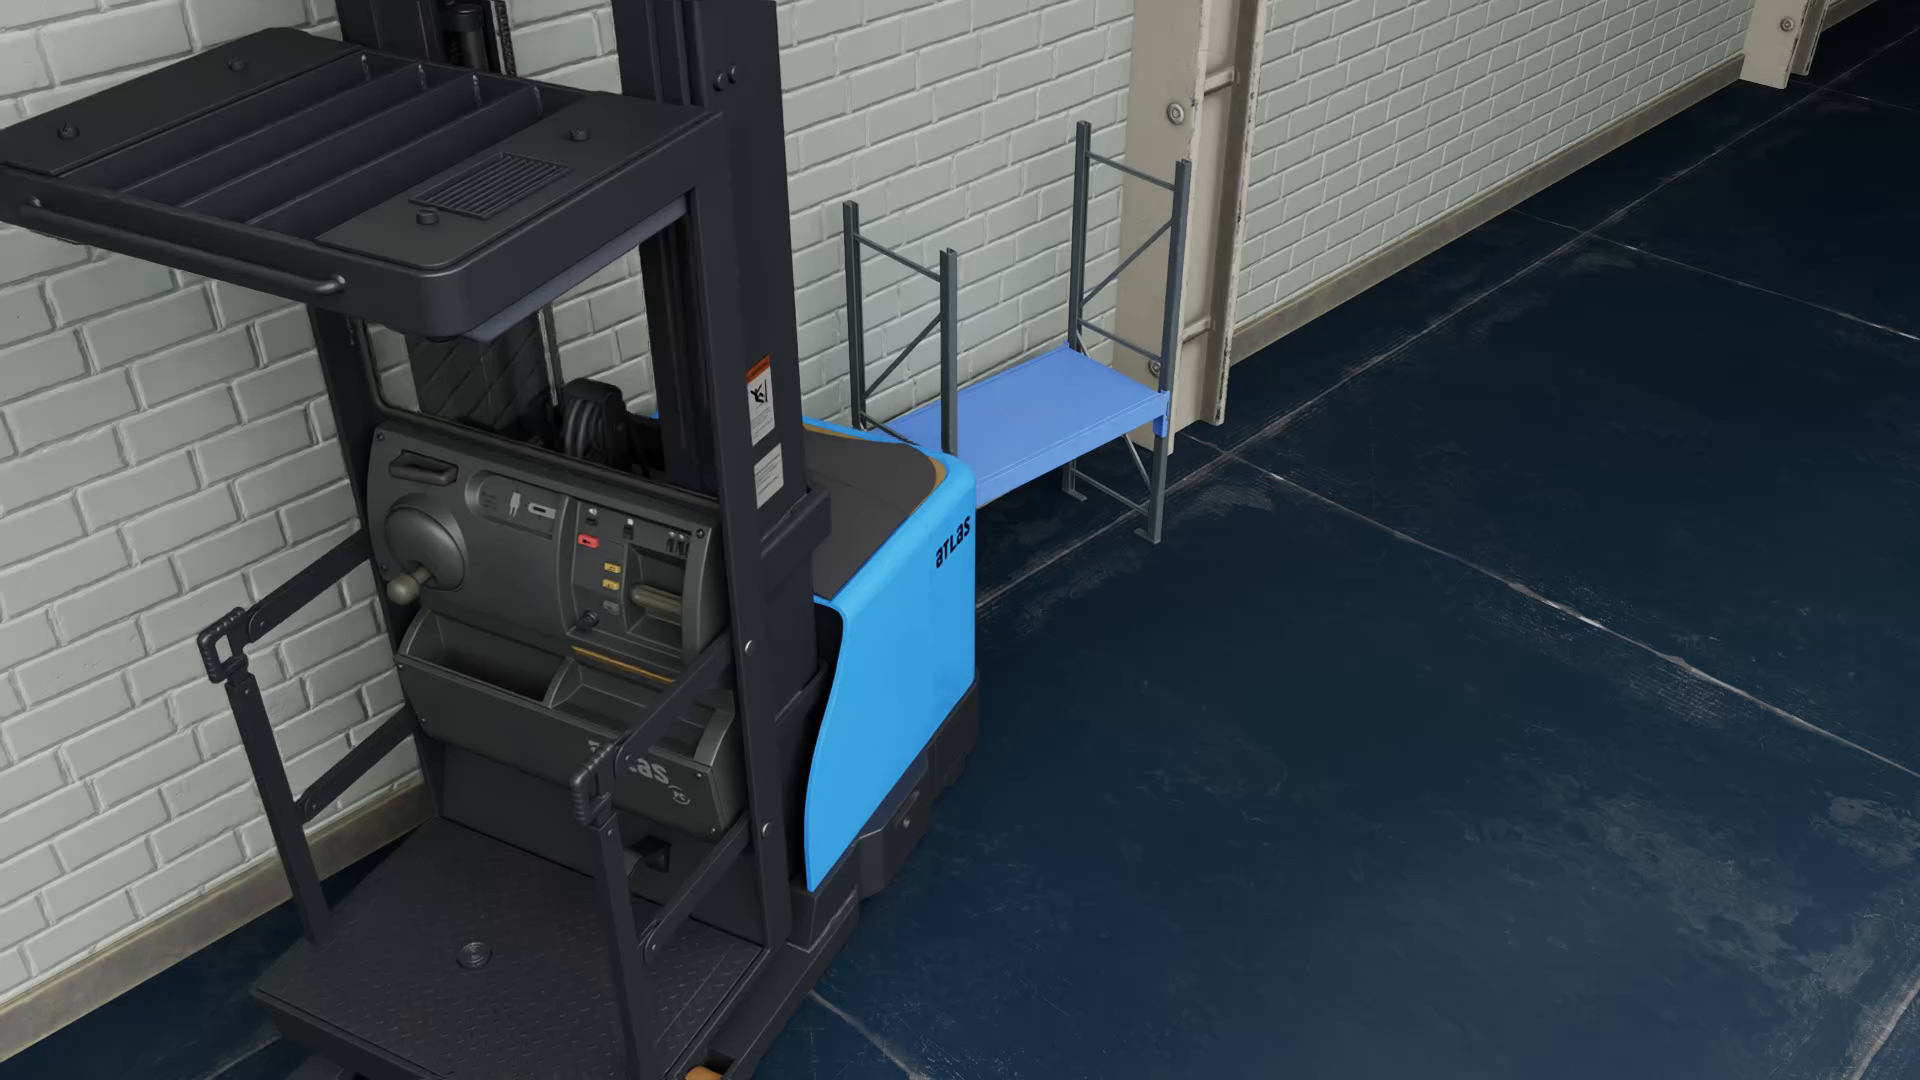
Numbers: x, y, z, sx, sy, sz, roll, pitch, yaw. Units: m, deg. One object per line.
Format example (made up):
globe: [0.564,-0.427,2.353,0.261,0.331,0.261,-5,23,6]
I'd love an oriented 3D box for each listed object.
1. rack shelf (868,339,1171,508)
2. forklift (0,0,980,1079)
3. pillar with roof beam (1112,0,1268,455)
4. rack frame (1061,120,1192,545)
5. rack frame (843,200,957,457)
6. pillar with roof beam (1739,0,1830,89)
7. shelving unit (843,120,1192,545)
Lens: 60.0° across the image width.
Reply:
rack shelf: [0.195,-0.369,5.782,1.000,0.185,0.538,-27,43,-33]
forklift: [-1.048,0.083,3.569,1.130,2.935,3.031,16,38,21]
pillar with roof beam: [3.915,-2.435,1.874,9.100,9.000,0.400,30,45,35]
rack frame: [0.575,-0.709,5.956,0.032,1.500,0.500,-27,43,-33]
rack frame: [-0.185,-0.323,5.402,0.032,1.500,0.500,-27,43,-33]
pillar with roof beam: [8.143,-4.870,5.367,9.100,9.000,0.400,30,45,35]
shelving unit: [0.195,-0.516,5.679,1.048,1.500,0.538,-27,43,-33]
